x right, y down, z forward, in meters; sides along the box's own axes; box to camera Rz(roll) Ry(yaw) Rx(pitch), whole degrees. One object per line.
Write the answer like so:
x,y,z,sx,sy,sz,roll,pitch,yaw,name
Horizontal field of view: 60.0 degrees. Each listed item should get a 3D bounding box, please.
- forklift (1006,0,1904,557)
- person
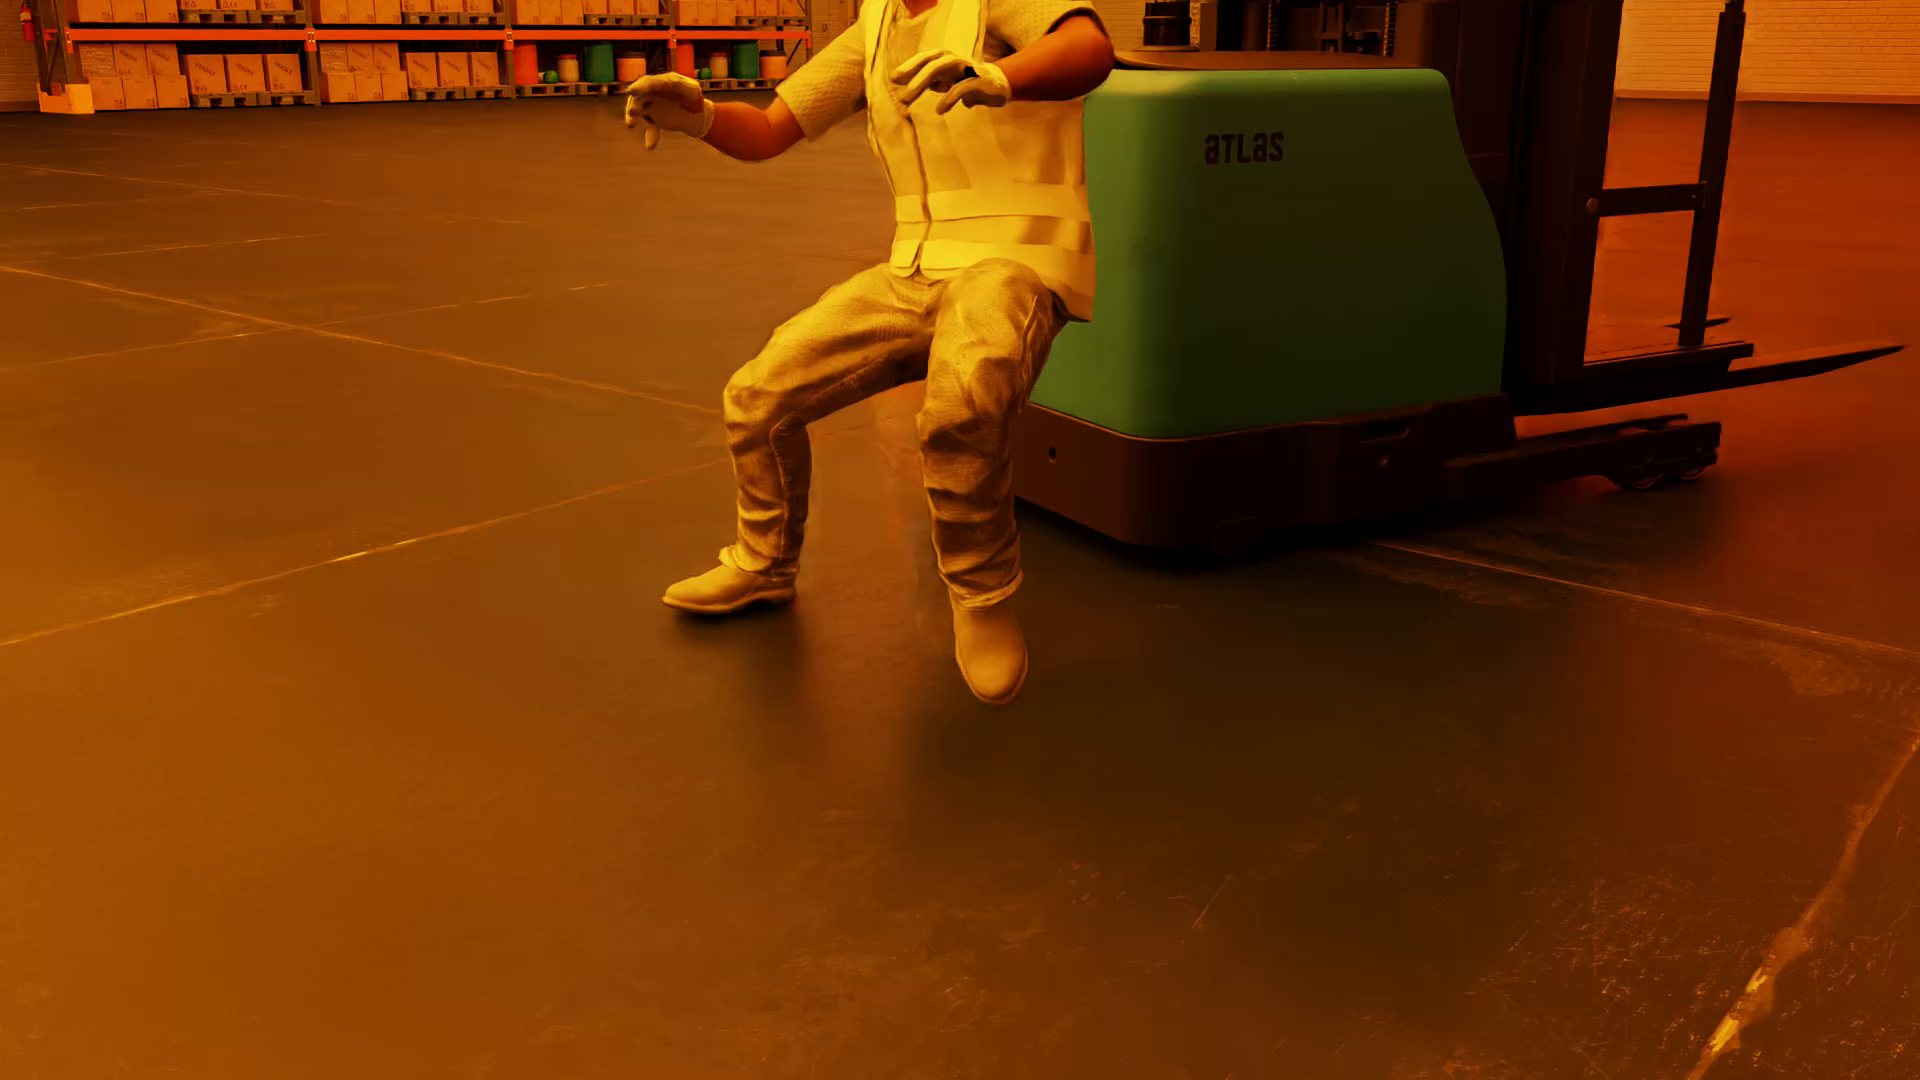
1.454,-1.657,4.356,3.031,2.935,1.130,-9,19,-28,forklift
-0.153,-0.500,2.970,0.795,1.527,1.011,-12,21,-35,person
